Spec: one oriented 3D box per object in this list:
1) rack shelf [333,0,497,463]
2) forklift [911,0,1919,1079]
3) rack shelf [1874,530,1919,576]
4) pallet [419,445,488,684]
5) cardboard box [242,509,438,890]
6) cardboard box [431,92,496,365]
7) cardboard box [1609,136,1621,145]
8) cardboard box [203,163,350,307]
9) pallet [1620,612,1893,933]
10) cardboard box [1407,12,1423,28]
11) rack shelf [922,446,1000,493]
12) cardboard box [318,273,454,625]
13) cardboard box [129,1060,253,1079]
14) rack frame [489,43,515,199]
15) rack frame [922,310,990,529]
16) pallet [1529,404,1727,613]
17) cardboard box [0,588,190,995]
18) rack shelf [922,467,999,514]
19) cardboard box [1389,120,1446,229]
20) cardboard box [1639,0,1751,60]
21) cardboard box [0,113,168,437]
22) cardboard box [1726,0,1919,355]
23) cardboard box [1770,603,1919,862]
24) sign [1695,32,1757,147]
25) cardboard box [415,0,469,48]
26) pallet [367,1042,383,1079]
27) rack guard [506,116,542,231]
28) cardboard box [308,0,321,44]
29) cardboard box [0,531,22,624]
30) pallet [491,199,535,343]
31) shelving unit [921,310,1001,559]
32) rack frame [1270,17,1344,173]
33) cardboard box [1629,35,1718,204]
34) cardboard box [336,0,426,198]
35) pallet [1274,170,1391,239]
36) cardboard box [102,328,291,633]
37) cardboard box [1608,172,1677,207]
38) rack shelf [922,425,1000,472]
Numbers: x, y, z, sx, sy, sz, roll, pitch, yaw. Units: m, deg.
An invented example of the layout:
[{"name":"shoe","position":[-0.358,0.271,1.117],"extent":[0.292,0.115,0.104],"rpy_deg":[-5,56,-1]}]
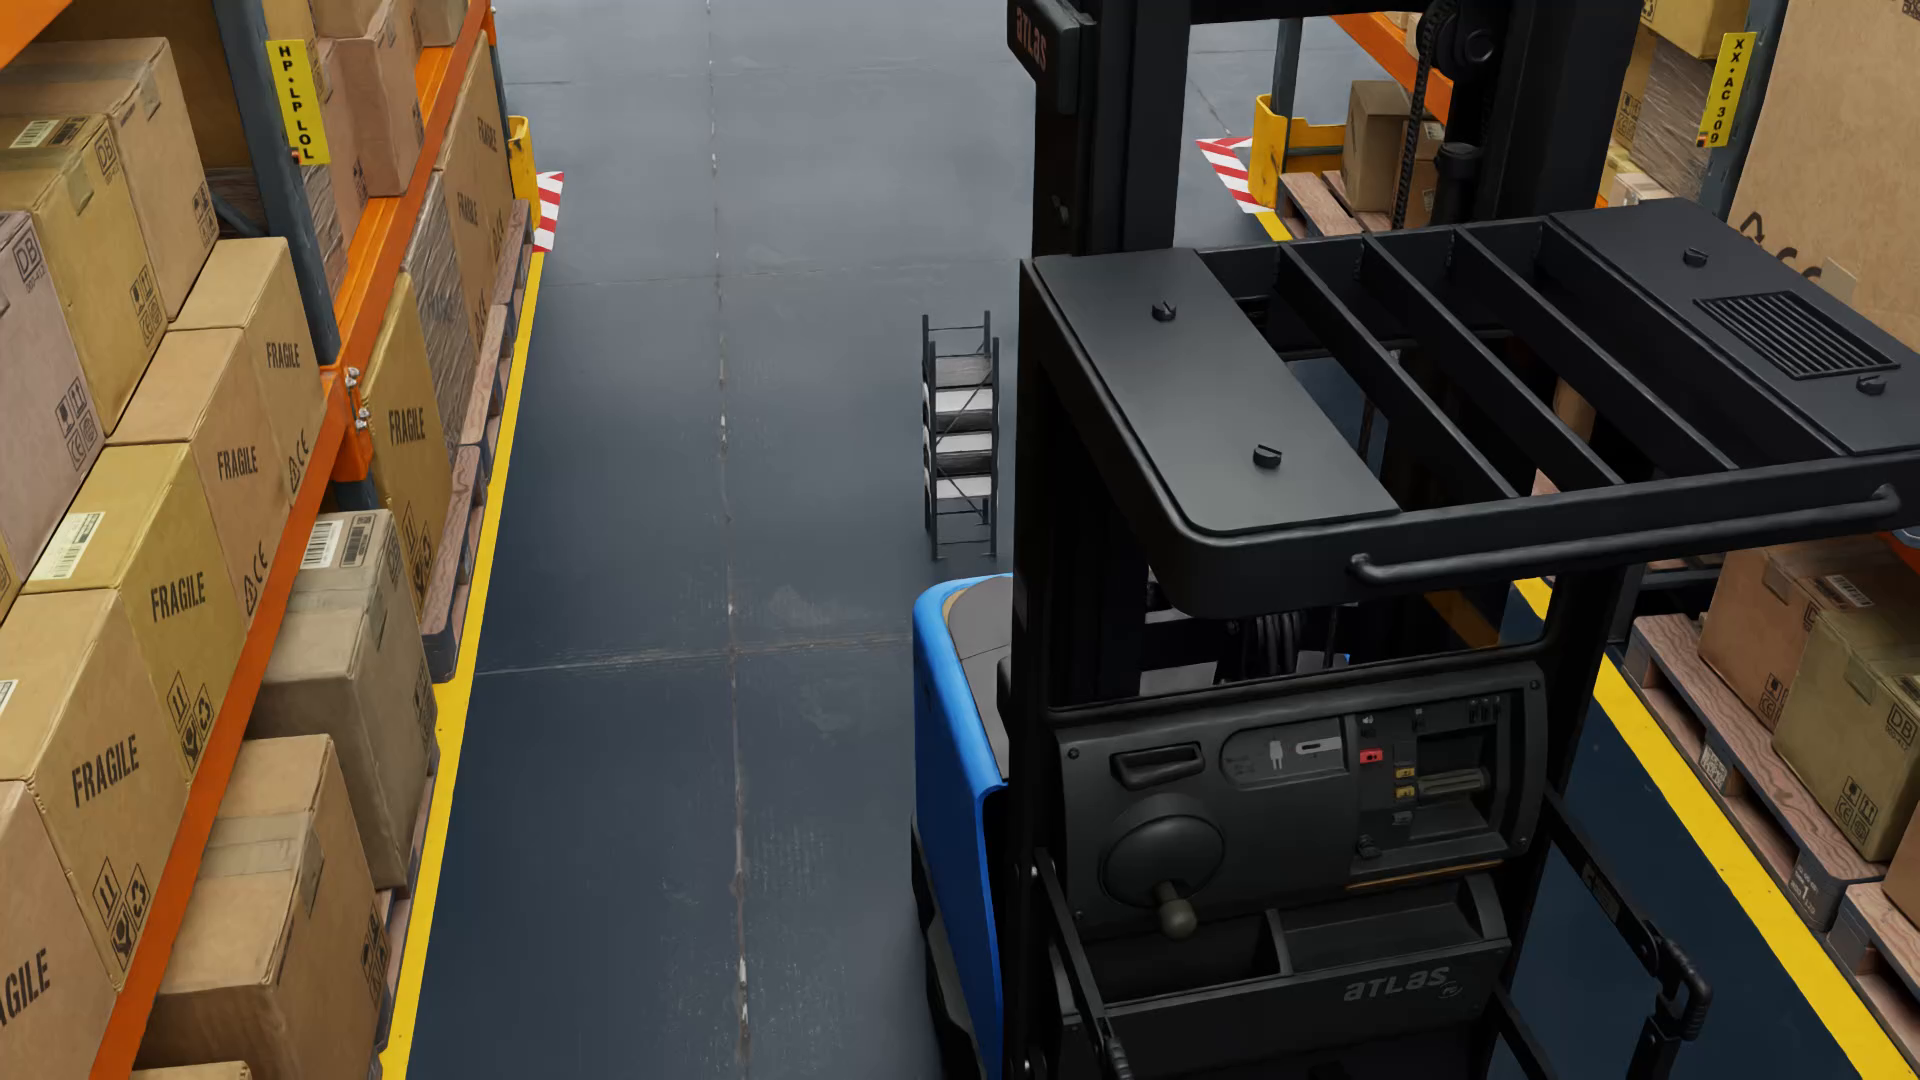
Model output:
[{"name":"rack shelf","position":[-2.508,-1.449,6.351],"extent":[1.077,0.370,4.000],"rpy_deg":[-4,35,-6]},{"name":"forklift","position":[0.682,0.538,2.859],"extent":[1.130,2.935,3.031],"rpy_deg":[-7,35,-10]},{"name":"rack shelf","position":[2.958,0.464,3.544],"extent":[1.077,0.370,4.000],"rpy_deg":[-4,35,-6]},{"name":"pallet","position":[-2.264,0.092,5.927],"extent":[1.003,0.211,1.213],"rpy_deg":[-4,35,-6]},{"name":"cardboard box","position":[-2.067,0.466,4.528],"extent":[1.050,0.750,0.750],"rpy_deg":[-5,35,-7]},{"name":"cardboard box","position":[-2.500,-1.293,6.998],"extent":[0.875,0.875,0.875],"rpy_deg":[-5,35,-7]},{"name":"cardboard box","position":[2.227,-1.358,5.803],"extent":[0.380,0.149,0.250],"rpy_deg":[-4,35,-6]},{"name":"cardboard box","position":[-2.301,-0.897,4.769],"extent":[0.875,0.550,0.550],"rpy_deg":[-4,35,-6]},{"name":"pallet","position":[2.795,0.637,5.127],"extent":[1.003,0.211,1.213],"rpy_deg":[-4,35,-6]},{"name":"cardboard box","position":[2.128,-2.203,7.043],"extent":[0.380,0.149,0.250],"rpy_deg":[-4,35,-6]},{"name":"rack shelf","position":[0.001,-0.265,6.059],"extent":[0.258,0.077,0.200],"rpy_deg":[-4,35,-6]},{"name":"cardboard box","position":[-2.255,-0.282,5.514],"extent":[0.875,0.875,0.875],"rpy_deg":[-4,34,-6]},{"name":"cardboard box","position":[-1.815,1.524,2.975],"extent":[1.050,0.750,0.750],"rpy_deg":[-4,34,-6]},{"name":"rack frame","position":[-2.777,-2.862,7.786],"extent":[1.000,3.000,0.127],"rpy_deg":[-4,35,-6]},{"name":"rack frame","position":[-0.013,-0.424,6.073],"extent":[0.240,0.900,0.006],"rpy_deg":[-4,35,-6]},{"name":"pallet","position":[2.564,-0.169,6.311],"extent":[1.003,0.211,1.213],"rpy_deg":[-4,35,-6]},{"name":"cardboard box","position":[-1.698,0.447,2.842],"extent":[0.500,0.500,0.500],"rpy_deg":[-5,35,-7]},{"name":"rack shelf","position":[0.001,-0.191,6.110],"extent":[0.258,0.077,0.200],"rpy_deg":[-4,35,-6]},{"name":"cardboard box","position":[2.333,-1.641,7.842],"extent":[0.500,0.500,0.500],"rpy_deg":[4,35,6]},{"name":"cardboard box","position":[2.356,-1.757,4.924],"extent":[0.500,0.500,0.500],"rpy_deg":[-4,35,-6]},{"name":"cardboard box","position":[-2.096,-0.521,3.374],"extent":[0.700,0.500,0.500],"rpy_deg":[-5,35,-7]},{"name":"cardboard box","position":[2.657,-0.917,4.026],"extent":[1.000,1.000,1.000],"rpy_deg":[-4,34,-6]},{"name":"cardboard box","position":[2.796,0.514,4.662],"extent":[0.700,0.500,0.500],"rpy_deg":[-5,35,-7]},{"name":"sign","position":[2.153,-1.262,4.669],"extent":[0.100,0.325,0.005],"rpy_deg":[-4,35,-6]},{"name":"cardboard box","position":[-2.587,-2.415,6.997],"extent":[0.875,0.550,0.550],"rpy_deg":[-4,35,-6]},{"name":"pallet","position":[-1.894,1.629,3.671],"extent":[1.003,0.211,1.213],"rpy_deg":[-4,35,-6]},{"name":"rack guard","position":[-2.781,-1.843,8.510],"extent":[1.175,0.500,0.348],"rpy_deg":[-4,35,-6]},{"name":"cardboard box","position":[-2.444,-1.645,4.908],"extent":[0.875,0.550,0.550],"rpy_deg":[-4,35,-6]},{"name":"cardboard box","position":[-1.961,0.043,2.547],"extent":[0.700,0.500,0.500],"rpy_deg":[-5,35,-7]},{"name":"pallet","position":[-2.592,-1.269,7.925],"extent":[1.003,0.211,1.213],"rpy_deg":[-4,35,-6]},{"name":"shelving unit","position":[0.001,-0.367,5.990],"extent":[0.258,0.900,0.210],"rpy_deg":[-4,35,-6]},{"name":"rack frame","position":[2.151,-3.181,8.255],"extent":[1.000,3.000,0.127],"rpy_deg":[-4,35,-6]},{"name":"cardboard box","position":[2.690,-1.369,5.243],"extent":[0.875,0.500,0.500],"rpy_deg":[-4,35,-6]},{"name":"cardboard box","position":[-2.353,-1.512,5.672],"extent":[0.875,0.550,0.550],"rpy_deg":[-4,35,-6]},{"name":"pallet","position":[2.236,-1.531,8.309],"extent":[1.003,0.211,1.213],"rpy_deg":[-4,35,-6]},{"name":"cardboard box","position":[-1.836,-0.118,3.671],"extent":[0.500,0.500,0.500],"rpy_deg":[-5,35,-7]},{"name":"cardboard box","position":[2.345,-1.083,5.399],"extent":[0.380,0.149,0.250],"rpy_deg":[-4,35,-6]},{"name":"rack shelf","position":[0.001,-0.340,6.009],"extent":[0.258,0.077,0.200],"rpy_deg":[-4,35,-6]}]
